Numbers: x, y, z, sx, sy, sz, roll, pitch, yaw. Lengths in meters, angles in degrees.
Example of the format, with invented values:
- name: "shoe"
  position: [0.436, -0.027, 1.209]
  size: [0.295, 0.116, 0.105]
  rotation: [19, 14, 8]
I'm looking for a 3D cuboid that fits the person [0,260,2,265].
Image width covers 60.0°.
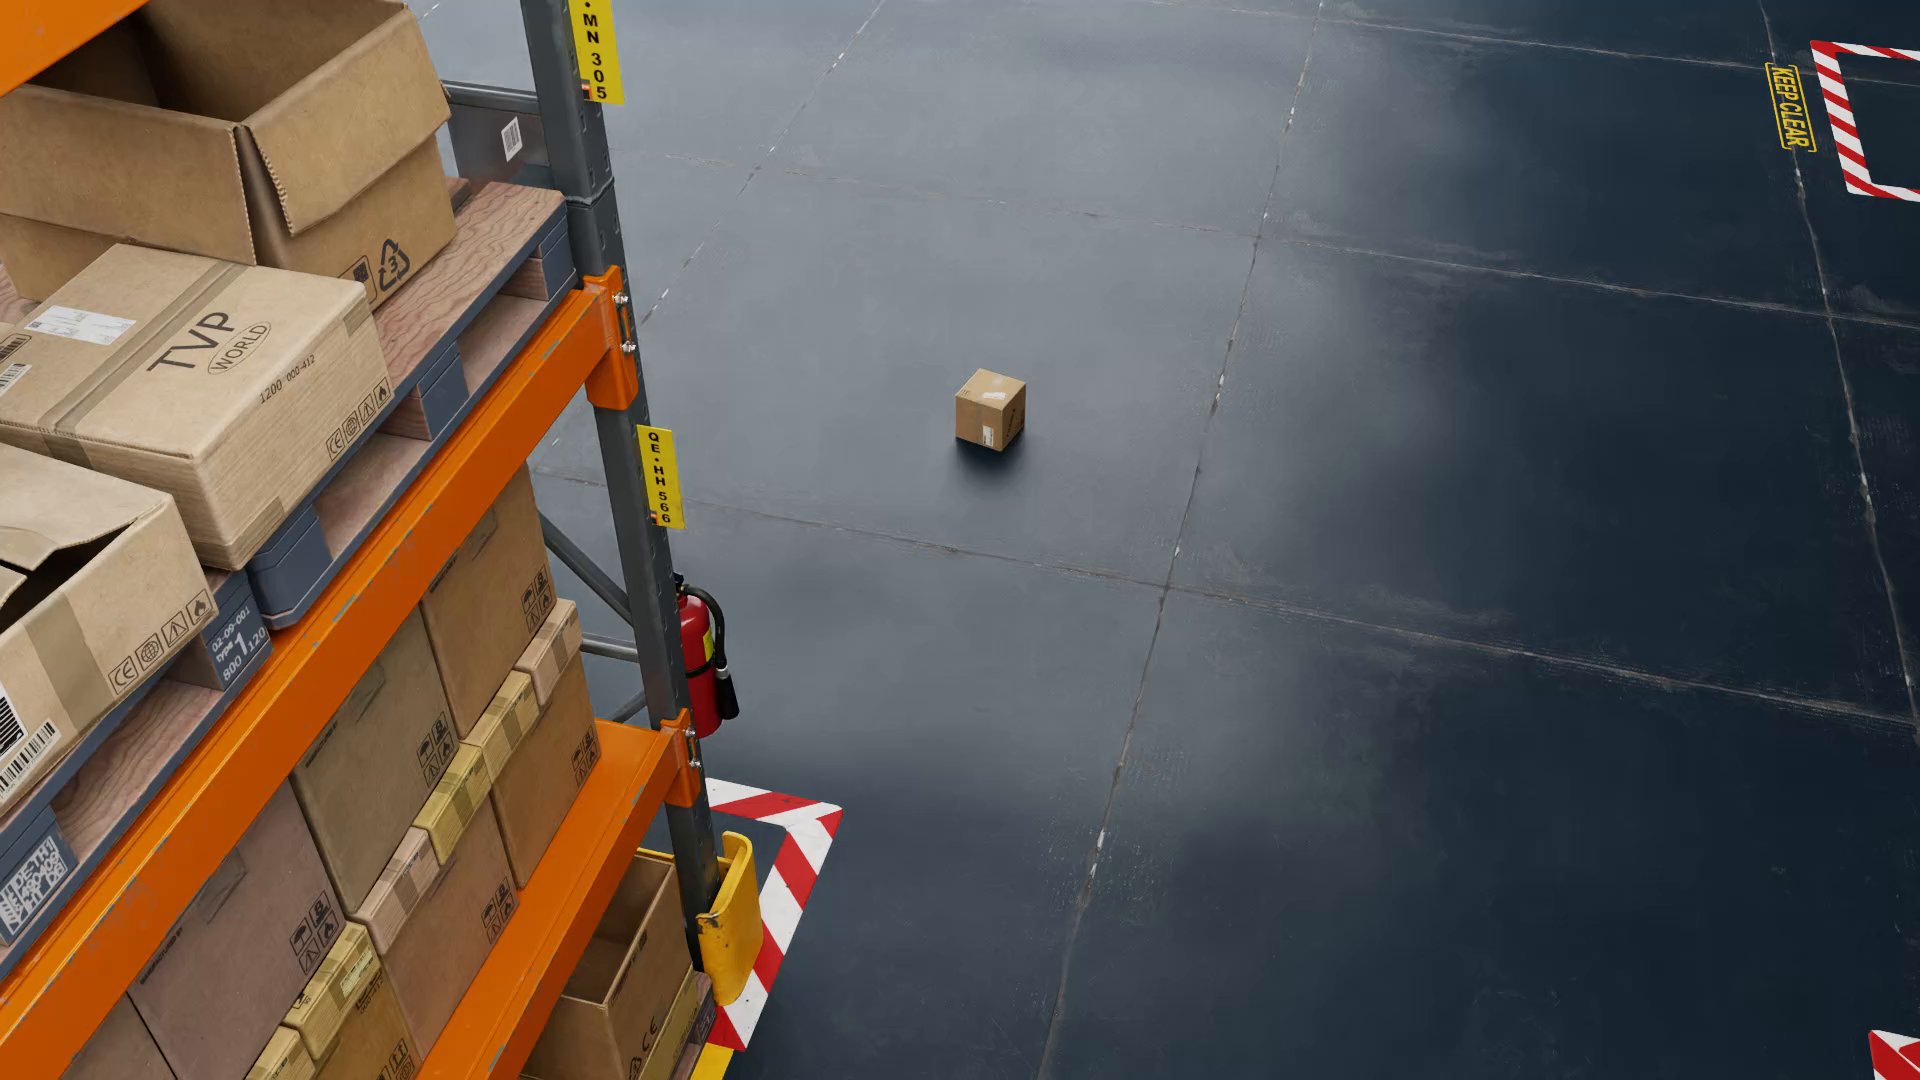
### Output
- name: "person"
  position: [-3.545, -0.526, 6.722]
  size: [0.862, 1.653, 0.496]
  rotation: [-4, 41, -5]
